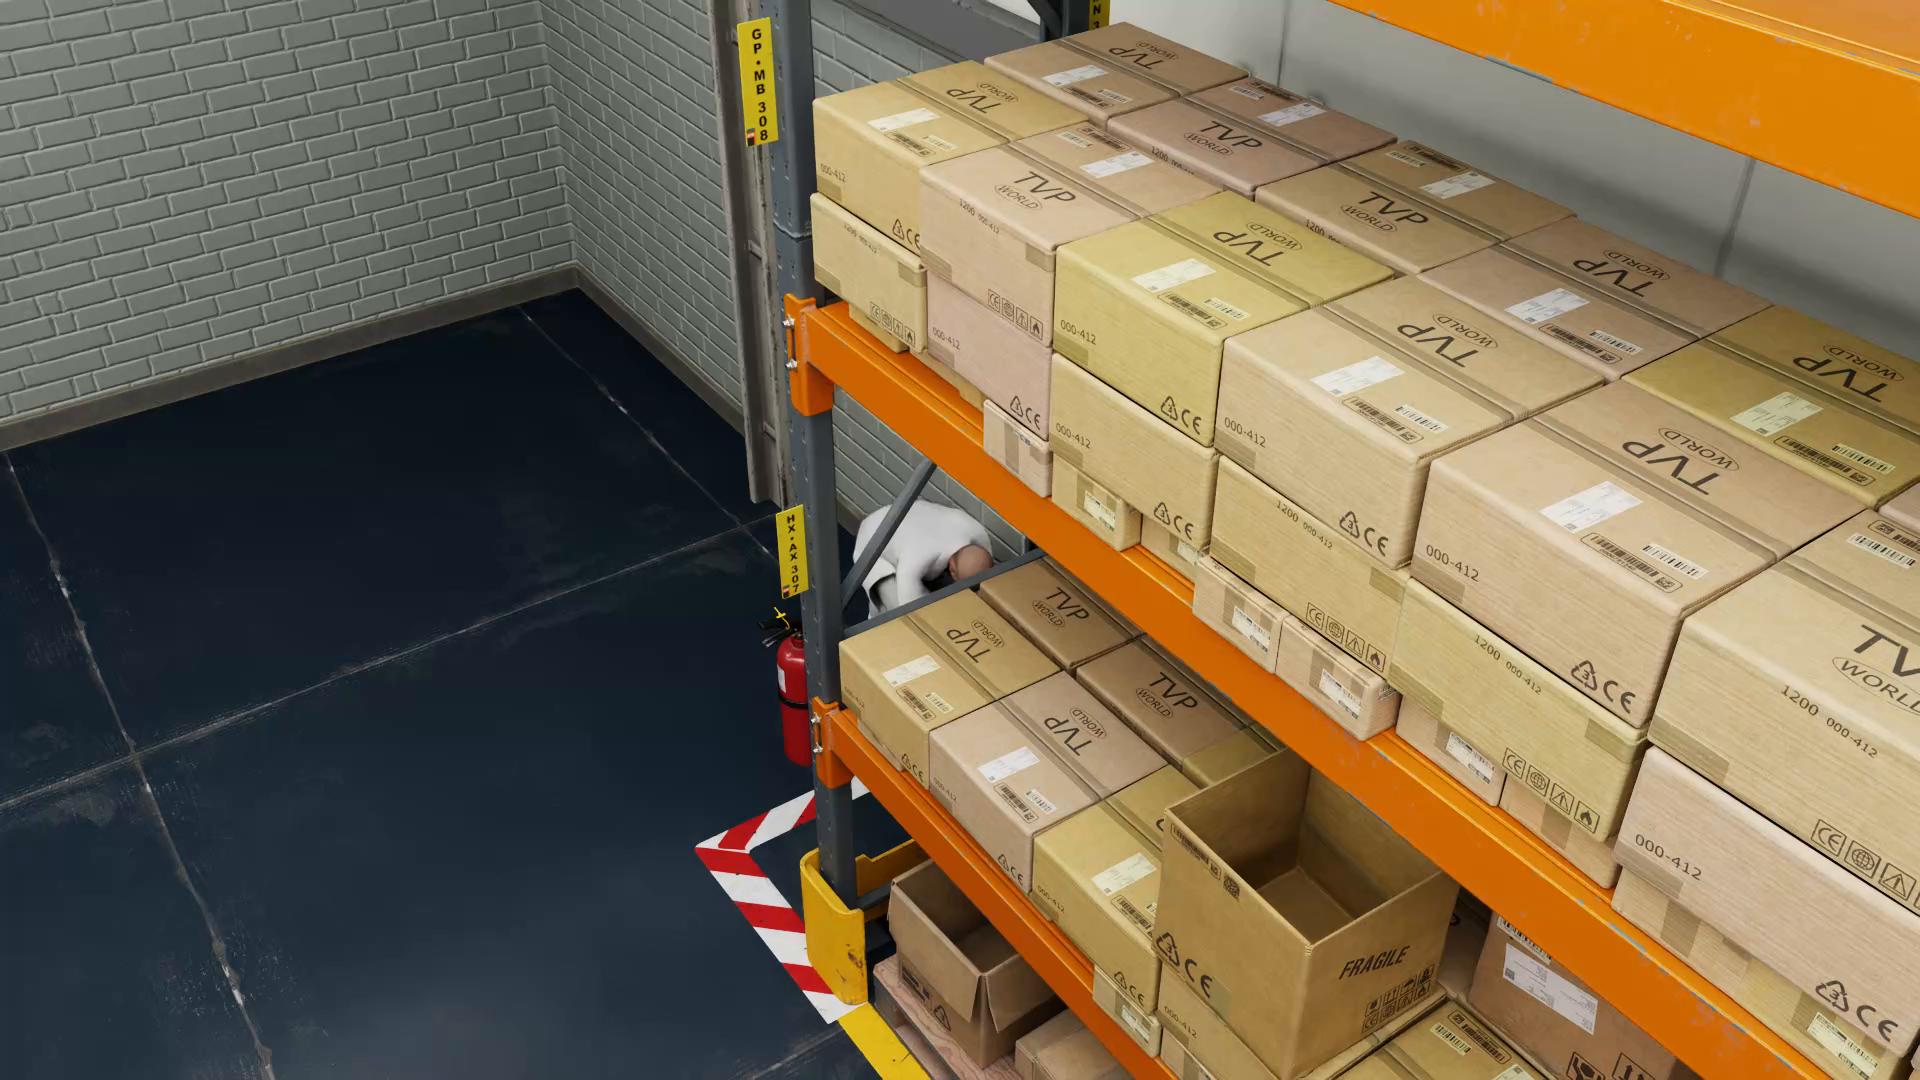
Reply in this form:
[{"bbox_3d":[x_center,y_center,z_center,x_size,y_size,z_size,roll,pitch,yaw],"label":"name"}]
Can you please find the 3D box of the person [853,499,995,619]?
[{"bbox_3d":[-0.129,0.228,7.615,0.580,0.872,0.950,-18,40,-23],"label":"person"}]
